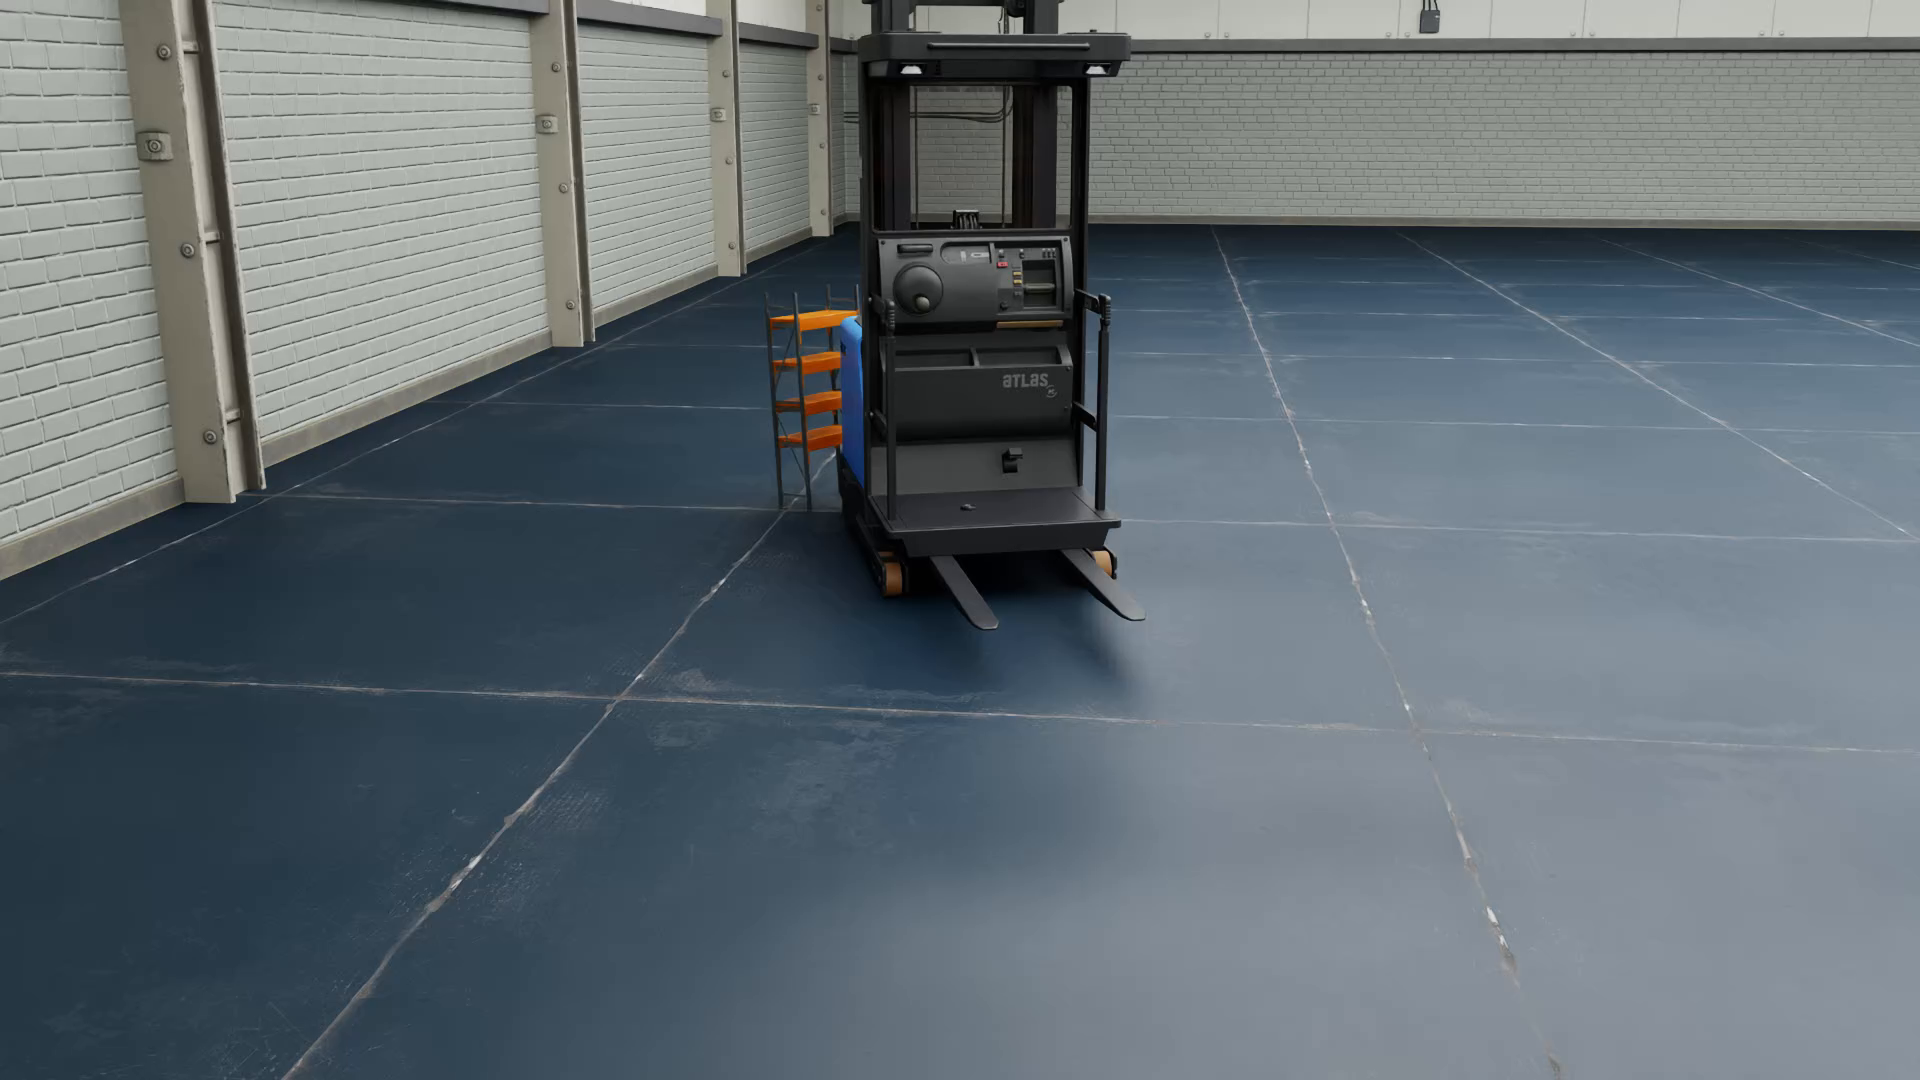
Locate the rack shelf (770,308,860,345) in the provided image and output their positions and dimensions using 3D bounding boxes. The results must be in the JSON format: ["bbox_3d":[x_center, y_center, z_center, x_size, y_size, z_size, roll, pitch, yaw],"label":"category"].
[{"bbox_3d":[-0.809,-1.184,9.209,0.258,0.148,0.480,8,17,38],"label":"rack shelf"}]

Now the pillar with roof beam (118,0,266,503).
[{"bbox_3d":[0.012,-4.481,7.995,9.100,9.000,0.400,2,15,6],"label":"pillar with roof beam"}]

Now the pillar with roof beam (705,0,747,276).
[{"bbox_3d":[1.366,-7.594,19.505,9.100,9.000,0.400,2,15,6],"label":"pillar with roof beam"}]

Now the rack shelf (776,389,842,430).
[{"bbox_3d":[-0.787,-0.735,9.311,0.258,0.148,0.480,8,17,38],"label":"rack shelf"}]

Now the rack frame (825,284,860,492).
[{"bbox_3d":[-0.637,-0.850,9.480,0.240,1.200,0.015,8,17,38],"label":"rack frame"}]

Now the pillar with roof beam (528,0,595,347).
[{"bbox_3d":[0.689,-6.037,13.750,9.100,9.000,0.400,2,15,6],"label":"pillar with roof beam"}]

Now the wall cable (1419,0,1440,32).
[{"bbox_3d":[8.843,-11.360,26.918,2.305,6.003,0.169,2,15,6],"label":"wall cable"}]

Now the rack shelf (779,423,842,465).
[{"bbox_3d":[-0.778,-0.542,9.356,0.258,0.148,0.480,8,17,38],"label":"rack shelf"}]

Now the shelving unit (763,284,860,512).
[{"bbox_3d":[-0.790,-0.801,9.296,0.258,1.200,0.503,8,17,38],"label":"shelving unit"}]

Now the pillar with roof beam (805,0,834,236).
[{"bbox_3d":[2.043,-9.150,25.260,9.100,9.000,0.400,2,15,6],"label":"pillar with roof beam"}]

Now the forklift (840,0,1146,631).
[{"bbox_3d":[0.120,-1.255,7.689,1.130,2.935,3.031,-3,15,-11],"label":"forklift"}]

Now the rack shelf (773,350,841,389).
[{"bbox_3d":[-0.798,-0.953,9.261,0.258,0.148,0.480,8,17,38],"label":"rack shelf"}]

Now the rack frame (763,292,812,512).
[{"bbox_3d":[-0.943,-0.752,9.113,0.240,1.200,0.015,8,17,38],"label":"rack frame"}]

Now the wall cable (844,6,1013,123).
[{"bbox_3d":[-0.588,-8.503,28.816,3.097,2.526,0.112,2,15,6],"label":"wall cable"}]
